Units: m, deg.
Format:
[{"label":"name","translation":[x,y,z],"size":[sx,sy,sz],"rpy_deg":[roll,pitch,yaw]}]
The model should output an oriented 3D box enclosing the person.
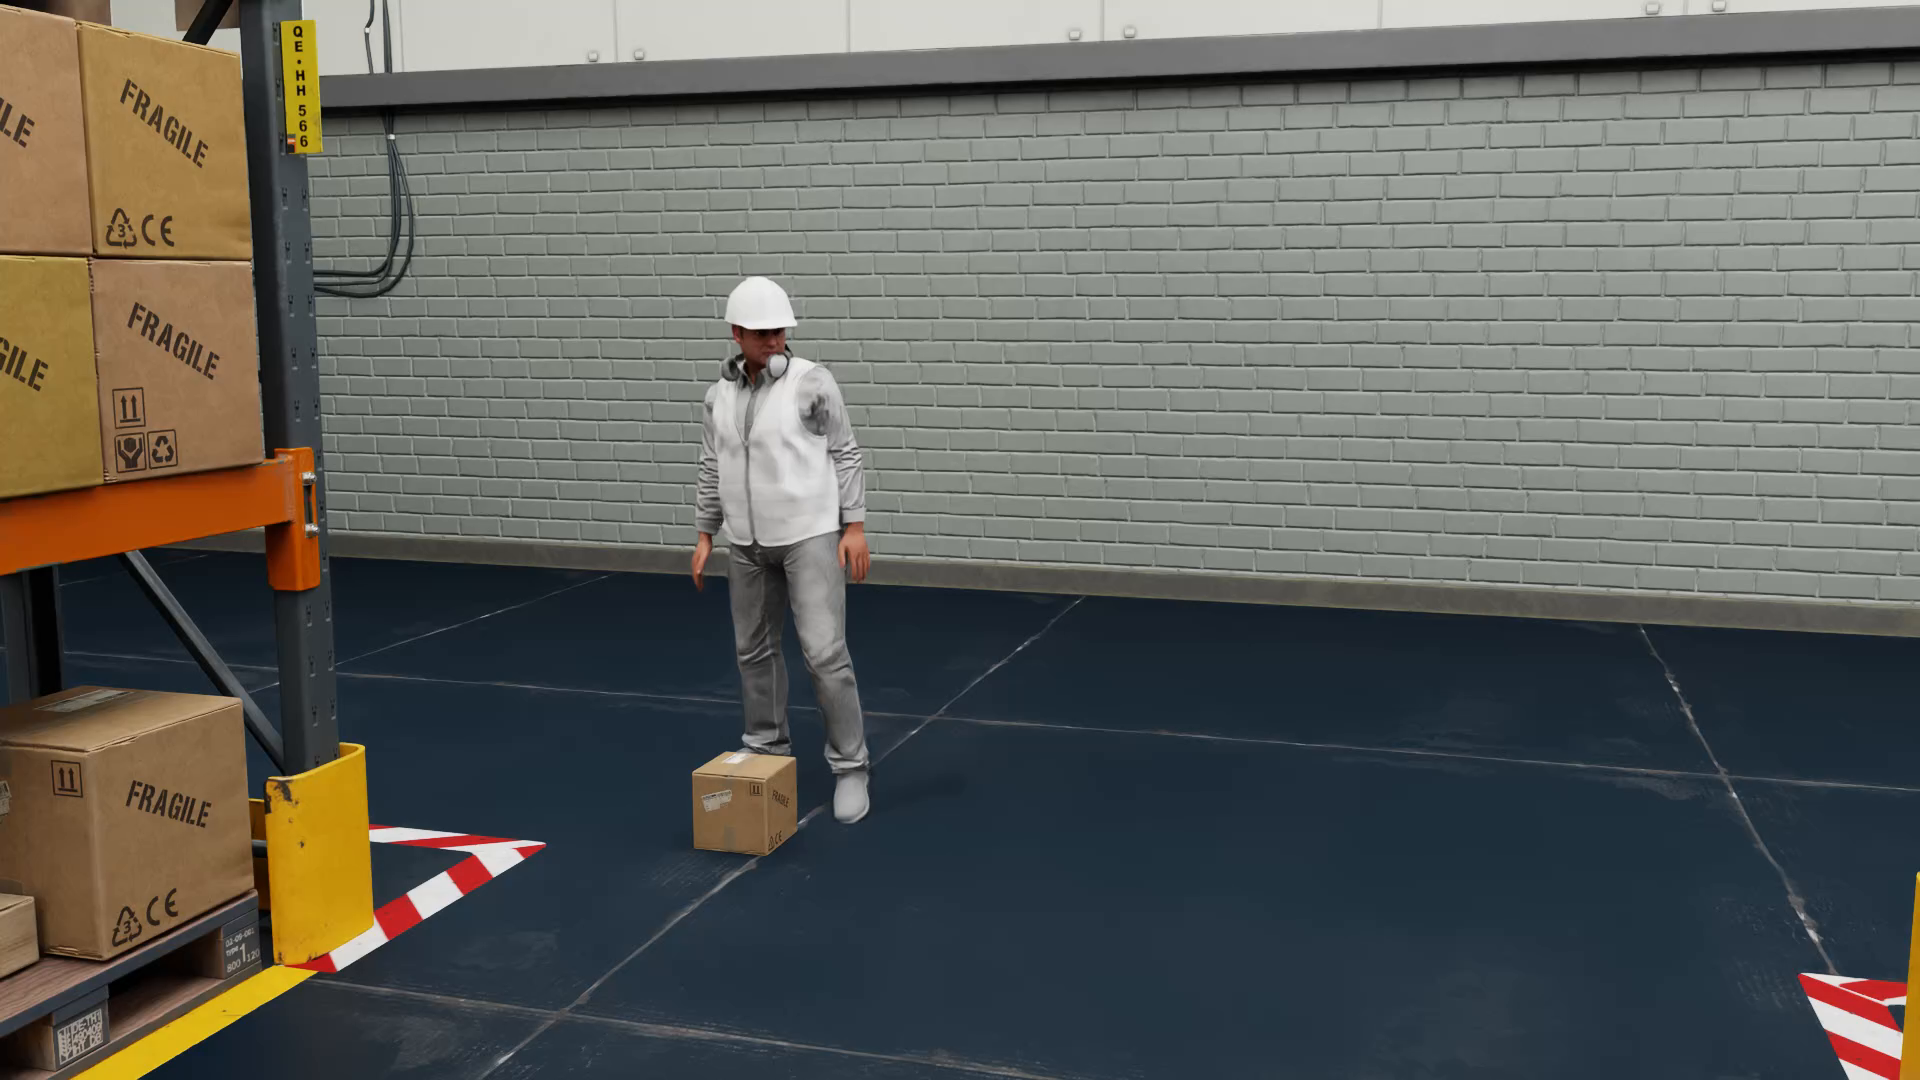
[{"label":"person","translation":[-0.573,0.010,5.657],"size":[0.729,1.792,0.430],"rpy_deg":[5,10,30]}]
